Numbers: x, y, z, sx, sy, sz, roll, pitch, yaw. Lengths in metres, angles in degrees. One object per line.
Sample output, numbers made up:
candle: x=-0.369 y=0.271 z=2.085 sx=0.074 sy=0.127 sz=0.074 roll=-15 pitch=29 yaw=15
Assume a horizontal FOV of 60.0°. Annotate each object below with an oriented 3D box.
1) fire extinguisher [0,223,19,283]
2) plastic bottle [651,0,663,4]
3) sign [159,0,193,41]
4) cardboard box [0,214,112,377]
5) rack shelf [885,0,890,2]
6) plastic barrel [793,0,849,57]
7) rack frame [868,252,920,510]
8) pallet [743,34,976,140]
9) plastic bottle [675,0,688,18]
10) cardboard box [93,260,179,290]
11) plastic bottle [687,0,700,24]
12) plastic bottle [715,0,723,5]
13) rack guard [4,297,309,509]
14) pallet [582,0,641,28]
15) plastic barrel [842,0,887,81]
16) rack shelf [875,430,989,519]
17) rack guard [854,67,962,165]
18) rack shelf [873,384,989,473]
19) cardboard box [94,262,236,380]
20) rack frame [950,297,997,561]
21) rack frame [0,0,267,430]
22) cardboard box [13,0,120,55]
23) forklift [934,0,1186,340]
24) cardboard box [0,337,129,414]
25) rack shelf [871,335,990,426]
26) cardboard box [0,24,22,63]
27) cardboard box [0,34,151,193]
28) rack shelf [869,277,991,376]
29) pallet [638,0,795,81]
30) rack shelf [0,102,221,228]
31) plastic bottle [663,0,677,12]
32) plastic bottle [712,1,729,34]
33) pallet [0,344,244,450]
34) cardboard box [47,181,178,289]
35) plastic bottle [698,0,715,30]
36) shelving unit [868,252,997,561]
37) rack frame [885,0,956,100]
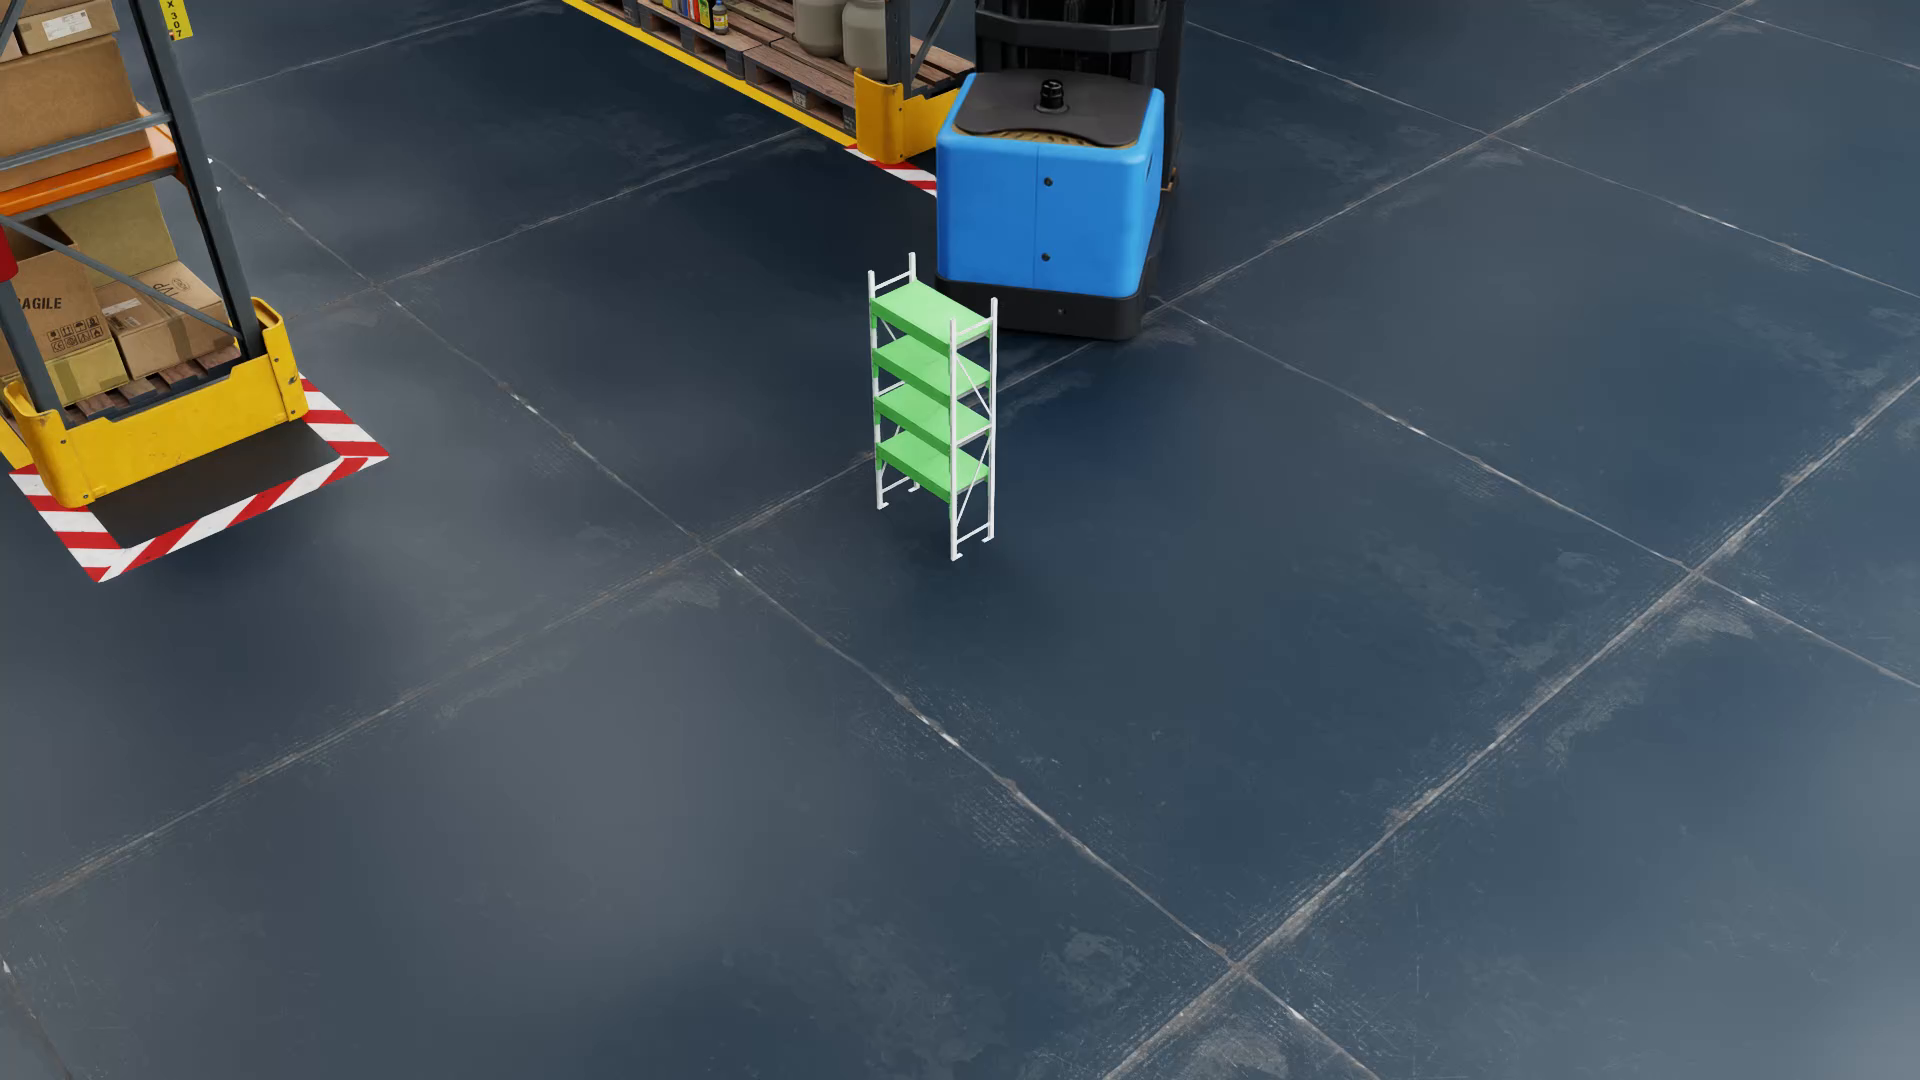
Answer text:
fire extinguisher: x=-3.941 y=-1.347 z=6.592 sx=0.296 sy=0.674 sz=0.183 roll=-30 pitch=48 yaw=-32
plastic bottle: x=-2.078 y=-3.890 z=11.437 sx=0.144 sy=0.351 sz=0.185 roll=-30 pitch=48 yaw=-32
sign: x=-3.266 y=-2.230 z=6.871 sx=0.100 sy=0.325 sz=0.005 roll=-30 pitch=48 yaw=-32
cardboard box: x=-4.261 y=-1.136 z=7.527 sx=0.500 sy=0.500 sz=0.500 roll=-30 pitch=48 yaw=-32
rack shelf: x=-1.380 y=-4.378 z=10.856 sx=1.077 sy=0.370 sz=4.000 roll=-30 pitch=48 yaw=-32
plastic barrel: x=-0.868 y=-3.432 z=10.758 sx=0.421 sy=0.512 sz=0.421 roll=0 pitch=39 yaw=0
rack frame: x=-0.277 y=-0.656 z=7.108 sx=0.240 sy=1.200 sz=0.015 roll=-30 pitch=48 yaw=-32
pallet: x=-0.659 y=-3.041 z=10.847 sx=1.003 sy=0.211 sz=1.213 roll=-30 pitch=48 yaw=-32
plastic bottle: x=-1.837 y=-3.700 z=11.261 sx=0.152 sy=0.276 sz=0.135 roll=-31 pitch=48 yaw=-33
cardboard box: x=-4.219 y=-1.295 z=8.321 sx=0.500 sy=0.250 sz=0.500 roll=-30 pitch=48 yaw=-32
plastic bottle: x=-1.743 y=-3.636 z=11.182 sx=0.152 sy=0.276 sz=0.135 roll=-30 pitch=47 yaw=-31
plastic bottle: x=-1.665 y=-3.684 z=11.236 sx=0.061 sy=0.283 sz=0.133 roll=-30 pitch=48 yaw=-32
rack guard: x=-3.663 y=-0.645 z=7.651 sx=1.175 sy=0.500 sz=0.348 roll=-30 pitch=48 yaw=-32
pallet: x=-2.310 y=-4.170 z=12.245 sx=1.003 sy=0.211 sz=1.213 roll=-30 pitch=48 yaw=-32
plastic barrel: x=-0.529 y=-3.200 z=10.470 sx=0.421 sy=0.512 sz=0.421 roll=0 pitch=39 yaw=0
rack shelf: x=-0.112 y=-0.307 z=7.159 sx=0.258 sy=0.148 sz=0.480 roll=-30 pitch=48 yaw=-32
rack guard: x=-0.114 y=-2.775 z=10.288 sx=1.175 sy=0.500 sz=0.348 roll=-30 pitch=48 yaw=-32
rack shelf: x=-0.112 y=-0.494 z=7.008 sx=0.258 sy=0.148 sz=0.480 roll=-30 pitch=48 yaw=-32
cardboard box: x=-3.878 y=-1.065 z=8.036 sx=0.500 sy=0.250 sz=0.500 roll=-30 pitch=48 yaw=-32
rack frame: x=0.053 y=-0.430 z=6.828 sx=0.240 sy=1.200 sz=0.015 roll=-30 pitch=48 yaw=-32
rack frame: x=-3.679 y=-1.629 z=6.880 sx=1.000 sy=3.000 sz=0.127 roll=-30 pitch=48 yaw=-32
cardboard box: x=-3.786 y=-2.193 z=6.983 sx=0.380 sy=0.149 sz=0.250 roll=-30 pitch=48 yaw=-32
forklift: x=0.675 y=-3.077 z=8.727 sx=1.130 sy=2.935 sz=3.031 roll=8 pitch=40 yaw=9
cardboard box: x=-4.259 y=-0.845 z=7.763 sx=0.500 sy=0.250 sz=0.500 roll=-30 pitch=48 yaw=-32
rack shelf: x=-0.112 y=-0.680 z=6.857 sx=0.258 sy=0.148 sz=0.480 roll=-30 pitch=48 yaw=-32
cardboard box: x=-4.078 y=-2.016 z=6.763 sx=0.380 sy=0.149 sz=0.250 roll=-31 pitch=48 yaw=-32
cardboard box: x=-3.985 y=-1.889 z=7.122 sx=0.700 sy=0.500 sz=0.500 roll=-30 pitch=48 yaw=-32
rack shelf: x=-0.112 y=-0.867 z=6.706 sx=0.258 sy=0.148 sz=0.480 roll=-30 pitch=48 yaw=-32
pallet: x=-1.480 y=-3.605 z=11.546 sx=1.003 sy=0.211 sz=1.213 roll=-30 pitch=48 yaw=-32
rack shelf: x=-5.031 y=-2.275 z=8.252 sx=1.077 sy=0.370 sz=4.000 roll=-30 pitch=48 yaw=-32
plastic bottle: x=-1.952 y=-3.804 z=11.331 sx=0.144 sy=0.351 sz=0.185 roll=-28 pitch=47 yaw=-30
plastic bottle: x=-1.593 y=-3.478 z=11.047 sx=0.097 sy=0.201 sz=0.097 roll=0 pitch=39 yaw=0
pallet: x=-4.227 y=-0.880 z=8.172 sx=1.003 sy=0.211 sz=1.213 roll=-30 pitch=48 yaw=-32
cardboard box: x=-4.217 y=-1.588 z=8.086 sx=0.500 sy=0.500 sz=0.500 roll=-30 pitch=48 yaw=-32
plastic bottle: x=-1.685 y=-3.557 z=11.078 sx=0.061 sy=0.283 sz=0.133 roll=-29 pitch=47 yaw=-31
shelving unit: x=-0.112 y=-0.543 z=6.968 sx=0.258 sy=1.200 sz=0.503 roll=-30 pitch=48 yaw=-32
rack frame: x=-0.028 y=-3.732 z=9.484 sx=1.000 sy=3.000 sz=0.127 roll=-30 pitch=48 yaw=-32
